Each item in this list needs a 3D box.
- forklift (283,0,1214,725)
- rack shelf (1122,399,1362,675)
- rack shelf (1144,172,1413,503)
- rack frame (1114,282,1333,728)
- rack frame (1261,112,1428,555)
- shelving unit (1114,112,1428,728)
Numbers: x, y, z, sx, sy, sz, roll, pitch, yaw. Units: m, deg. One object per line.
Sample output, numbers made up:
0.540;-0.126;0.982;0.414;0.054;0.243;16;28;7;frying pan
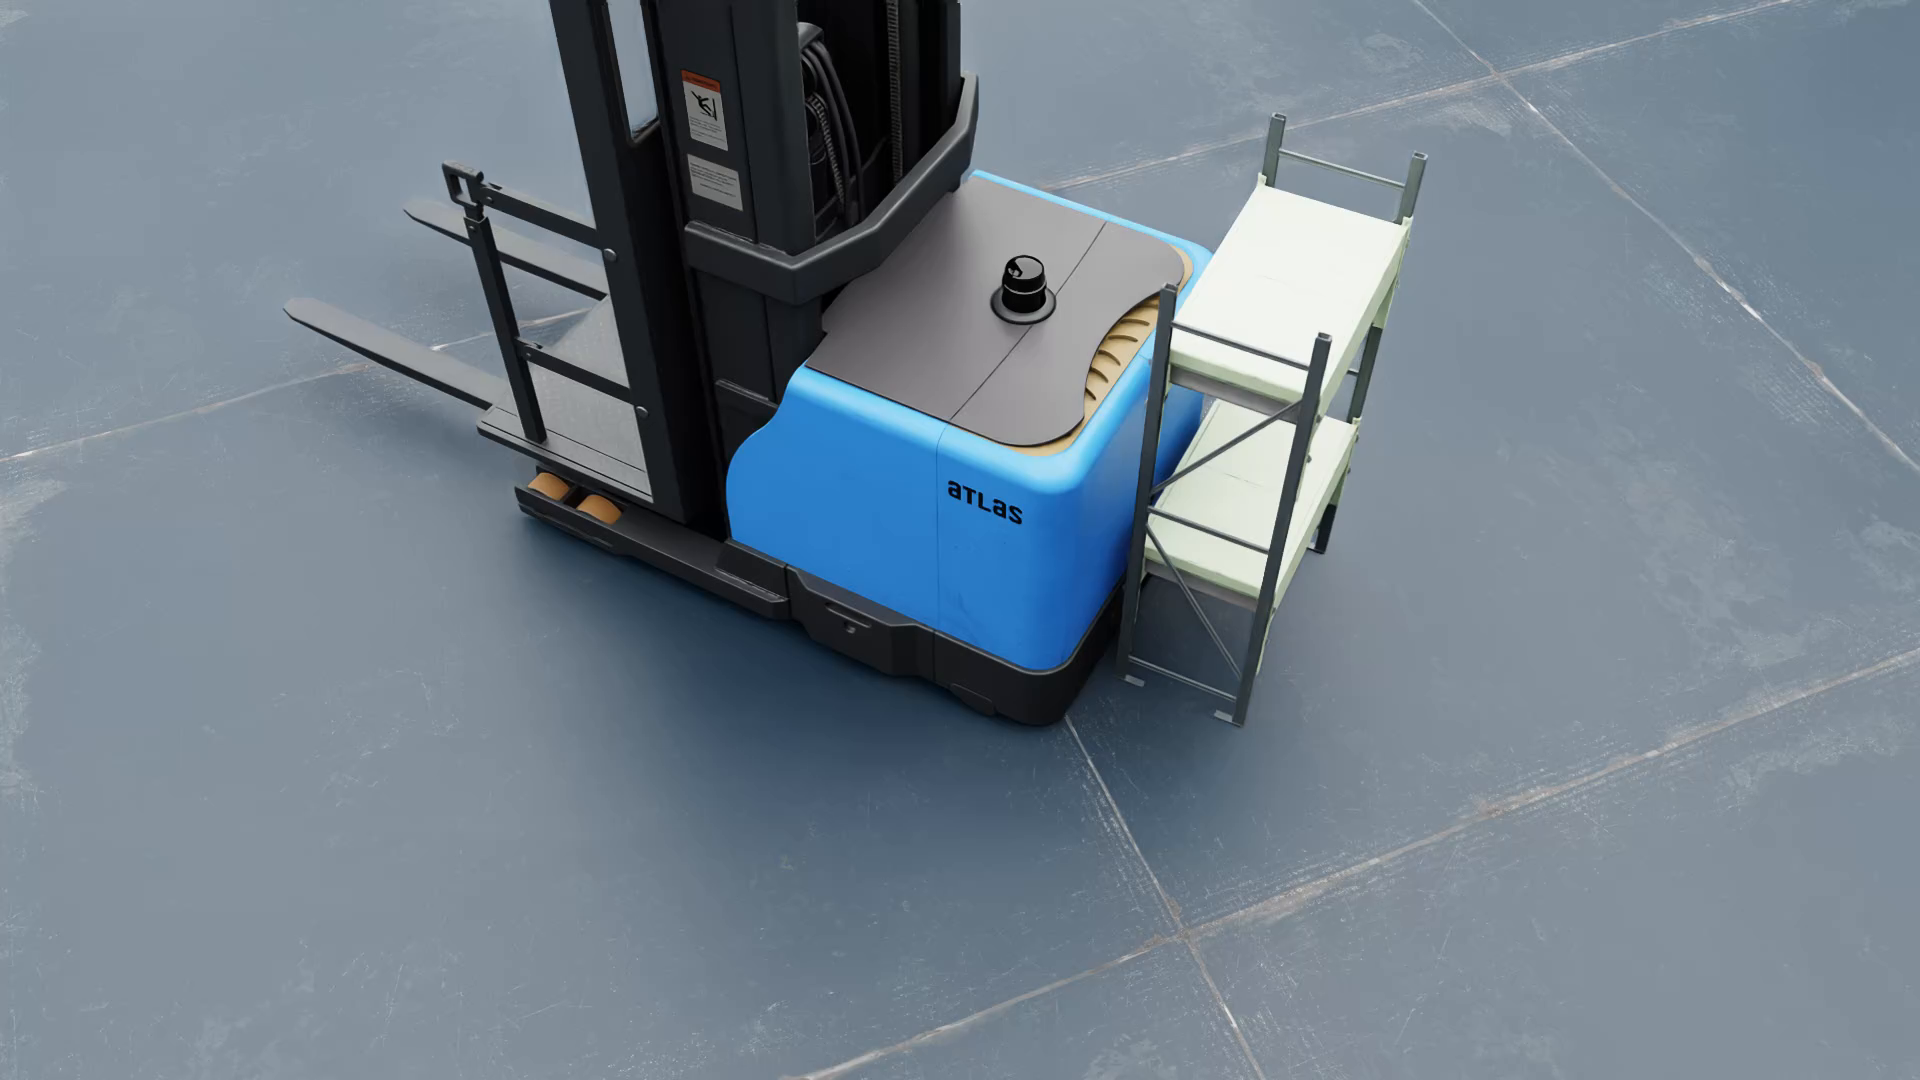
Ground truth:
-0.812;-1.261;4.401;3.031;2.935;1.130;23;53;18;forklift
0.803;-0.057;4.740;0.431;0.370;0.720;21;53;17;rack shelf
0.803;-0.524;4.197;0.431;0.370;0.720;21;53;17;rack shelf
0.638;-0.022;4.280;0.400;1.500;0.023;21;53;17;rack frame
0.967;-0.518;4.706;0.400;1.500;0.023;21;53;17;rack frame
0.803;-0.270;4.493;0.431;1.500;0.755;21;53;17;shelving unit
